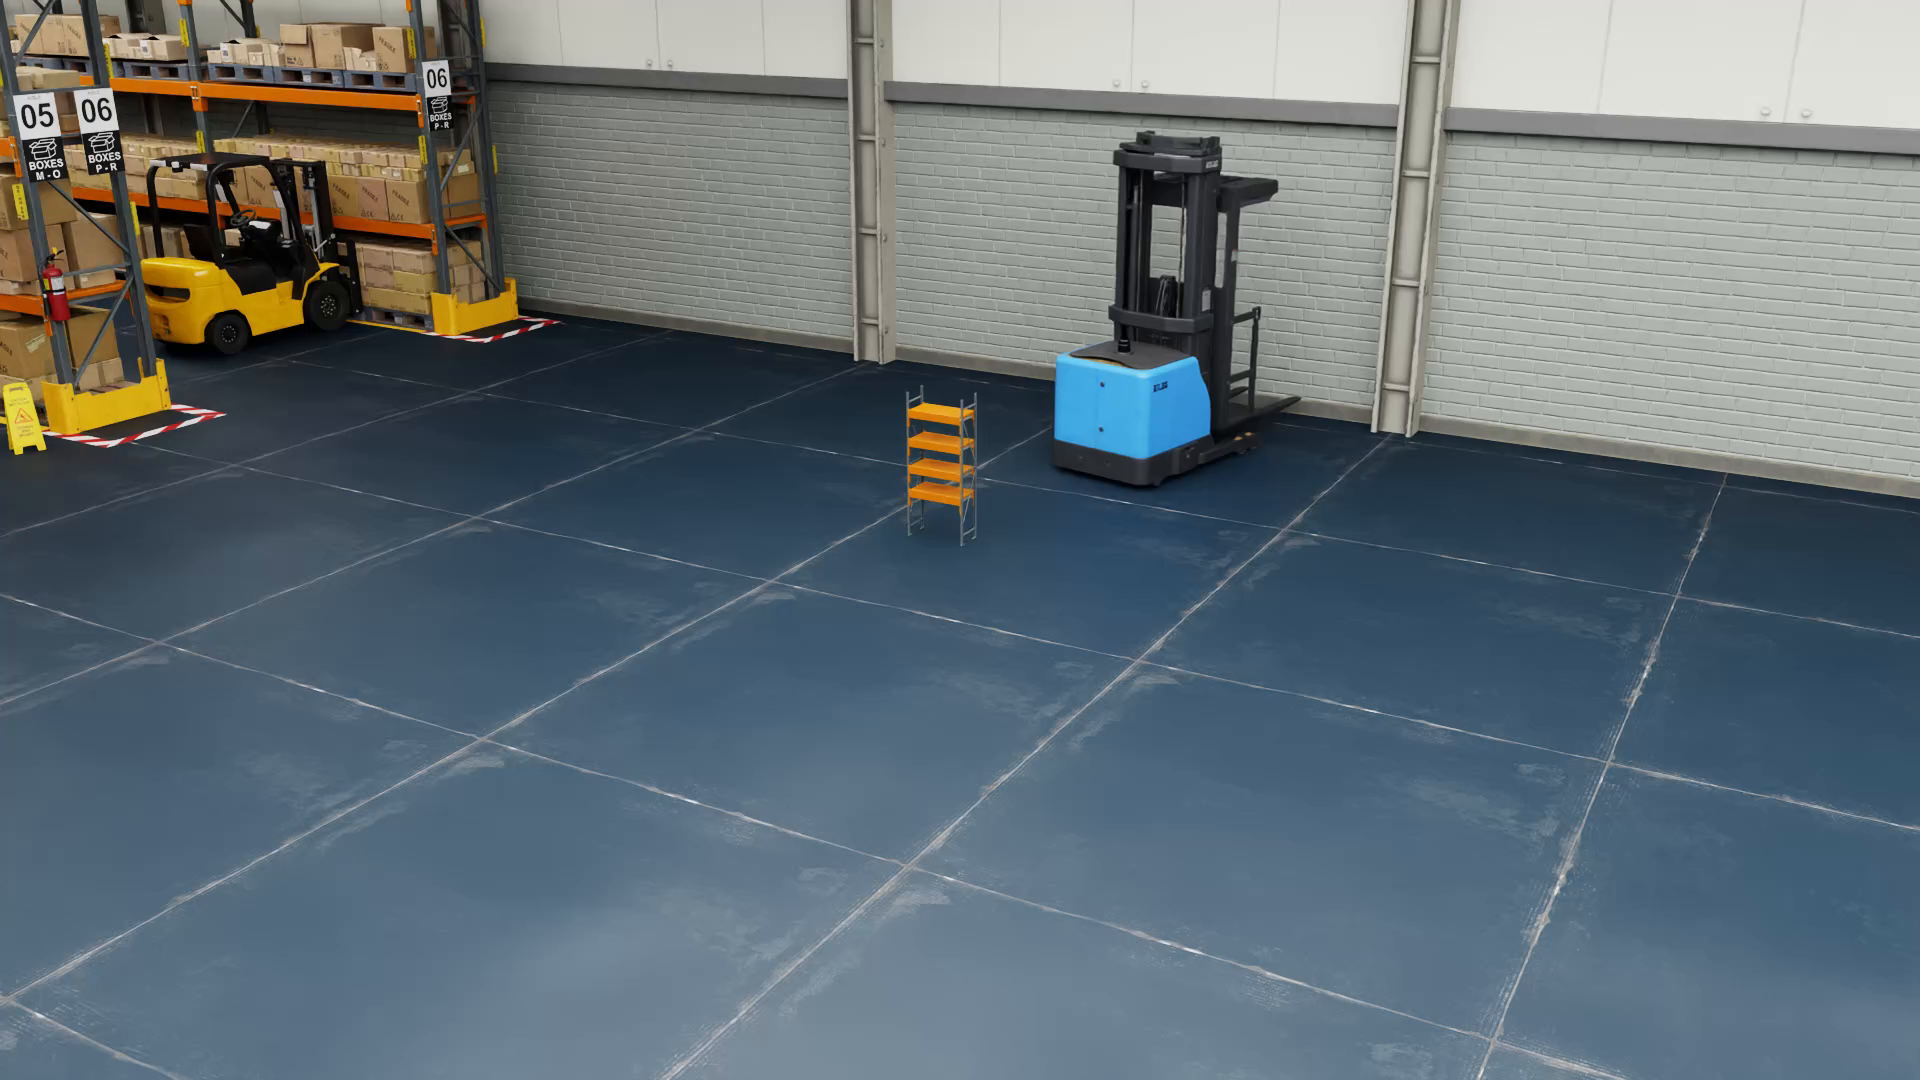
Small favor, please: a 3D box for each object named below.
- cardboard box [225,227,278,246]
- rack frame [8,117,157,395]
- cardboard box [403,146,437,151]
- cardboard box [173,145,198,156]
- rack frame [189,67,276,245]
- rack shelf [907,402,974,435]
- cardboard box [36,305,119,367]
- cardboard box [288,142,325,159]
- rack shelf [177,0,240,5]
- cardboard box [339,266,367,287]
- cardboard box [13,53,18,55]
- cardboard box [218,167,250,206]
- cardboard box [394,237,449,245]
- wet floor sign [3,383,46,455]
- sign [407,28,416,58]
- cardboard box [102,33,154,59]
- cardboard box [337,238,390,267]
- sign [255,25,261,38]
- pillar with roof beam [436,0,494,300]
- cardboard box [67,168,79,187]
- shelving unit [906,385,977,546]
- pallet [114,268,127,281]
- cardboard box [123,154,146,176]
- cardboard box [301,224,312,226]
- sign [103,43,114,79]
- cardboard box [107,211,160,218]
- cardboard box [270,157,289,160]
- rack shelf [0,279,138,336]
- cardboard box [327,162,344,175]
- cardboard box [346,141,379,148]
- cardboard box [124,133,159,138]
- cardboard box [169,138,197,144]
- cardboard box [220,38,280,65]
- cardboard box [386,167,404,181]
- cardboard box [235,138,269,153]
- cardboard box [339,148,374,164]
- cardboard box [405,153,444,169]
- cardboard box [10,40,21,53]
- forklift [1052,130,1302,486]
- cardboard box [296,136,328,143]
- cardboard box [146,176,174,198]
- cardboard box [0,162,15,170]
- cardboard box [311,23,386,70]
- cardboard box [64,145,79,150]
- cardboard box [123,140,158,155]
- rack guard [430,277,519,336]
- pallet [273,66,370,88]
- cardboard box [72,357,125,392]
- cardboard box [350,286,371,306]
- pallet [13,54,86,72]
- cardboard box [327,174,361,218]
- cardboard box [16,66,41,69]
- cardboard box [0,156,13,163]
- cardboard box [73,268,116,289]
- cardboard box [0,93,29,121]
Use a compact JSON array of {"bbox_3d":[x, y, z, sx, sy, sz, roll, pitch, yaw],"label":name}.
[{"bbox_3d":[-9.264,-3.960,21.833,0.500,0.250,0.500,10,22,26],"label":"cardboard box"},{"bbox_3d":[-8.458,-2.615,16.177,0.127,3.000,1.000,11,23,27],"label":"rack frame"},{"bbox_3d":[-6.679,-4.798,20.660,0.250,0.149,0.380,11,23,28],"label":"cardboard box"},{"bbox_3d":[-10.173,-5.139,22.036,0.250,0.149,0.380,10,22,27],"label":"cardboard box"},{"bbox_3d":[-9.533,-4.759,22.086,0.127,3.000,1.000,11,23,27],"label":"rack frame"},{"bbox_3d":[-0.145,-0.961,13.102,0.480,0.148,0.258,11,23,27],"label":"rack shelf"},{"bbox_3d":[-9.049,-2.093,17.053,0.500,0.500,0.500,10,22,26],"label":"cardboard box"},{"bbox_3d":[-8.236,-4.919,20.992,0.250,0.149,0.380,11,23,27],"label":"cardboard box"},{"bbox_3d":[-11.279,-7.386,22.171,4.000,0.370,1.077,11,23,27],"label":"rack shelf"},{"bbox_3d":[-7.512,-3.388,20.989,0.500,0.250,0.500,10,22,26],"label":"cardboard box"},{"bbox_3d":[-13.591,-6.777,23.470,0.500,0.250,0.500,10,22,26],"label":"cardboard box"},{"bbox_3d":[-9.273,-4.654,21.651,0.500,0.500,0.500,10,22,26],"label":"cardboard box"},{"bbox_3d":[-6.806,-3.687,21.081,0.500,0.250,0.500,11,23,27],"label":"cardboard box"},{"bbox_3d":[-8.814,-1.159,15.613,0.267,0.644,0.232,-16,26,-38],"label":"wet floor sign"},{"bbox_3d":[-6.317,-5.724,19.164,0.005,0.325,0.100,11,23,27],"label":"sign"},{"bbox_3d":[-10.954,-6.547,21.985,0.500,0.311,0.500,10,22,25],"label":"cardboard box"},{"bbox_3d":[-7.489,-3.617,20.886,0.500,0.250,0.500,11,23,28],"label":"cardboard box"},{"bbox_3d":[-9.263,-6.615,21.929,0.005,0.325,0.100,11,23,27],"label":"sign"},{"bbox_3d":[-8.309,-6.016,16.755,0.400,9.000,9.100,11,23,27],"label":"pillar with roof beam"},{"bbox_3d":[-12.320,-5.122,23.307,0.500,0.250,0.500,10,22,26],"label":"cardboard box"},{"bbox_3d":[-0.145,-0.592,13.236,0.503,1.200,0.258,11,23,27],"label":"shelving unit"},{"bbox_3d":[-11.264,-3.762,23.425,1.213,0.211,1.003,11,23,27],"label":"pallet"},{"bbox_3d":[-10.982,-5.099,22.510,0.500,0.250,0.500,11,23,28],"label":"cardboard box"},{"bbox_3d":[-8.559,-4.030,22.026,0.500,0.250,0.500,10,22,27],"label":"cardboard box"},{"bbox_3d":[-8.194,-4.598,15.961,0.005,0.325,0.100,11,23,27],"label":"sign"},{"bbox_3d":[-11.913,-4.291,23.663,0.625,0.625,0.875,12,23,29],"label":"cardboard box"},{"bbox_3d":[-8.507,-4.795,21.087,0.250,0.149,0.380,11,22,27],"label":"cardboard box"},{"bbox_3d":[-10.204,-2.610,17.216,4.000,0.370,1.077,11,23,27],"label":"rack shelf"},{"bbox_3d":[-7.612,-4.626,20.621,0.250,0.149,0.380,11,23,28],"label":"cardboard box"},{"bbox_3d":[-7.566,-4.971,21.135,0.250,0.149,0.380,11,23,28],"label":"cardboard box"},{"bbox_3d":[-11.466,-5.607,23.327,0.250,0.149,0.380,10,22,26],"label":"cardboard box"},{"bbox_3d":[-10.599,-5.421,22.812,0.250,0.149,0.380,11,23,27],"label":"cardboard box"},{"bbox_3d":[-8.925,-6.161,20.919,0.500,0.311,0.500,11,23,28],"label":"cardboard box"},{"bbox_3d":[-6.718,-4.454,20.146,0.250,0.149,0.380,11,23,28],"label":"cardboard box"},{"bbox_3d":[-9.118,-5.098,21.486,0.250,0.149,0.380,11,23,28],"label":"cardboard box"},{"bbox_3d":[-7.391,-4.723,20.454,0.250,0.149,0.380,11,23,29],"label":"cardboard box"},{"bbox_3d":[-6.456,-4.582,20.065,0.250,0.149,0.380,11,23,27],"label":"cardboard box"},{"bbox_3d":[-12.869,-6.820,22.950,0.250,0.166,0.380,11,23,27],"label":"cardboard box"},{"bbox_3d":[2.179,-2.278,15.346,1.130,2.935,3.031,16,26,38],"label":"forklift"},{"bbox_3d":[-8.421,-5.171,21.686,0.250,0.149,0.380,10,22,26],"label":"cardboard box"},{"bbox_3d":[-10.542,-4.776,22.354,0.500,0.250,0.500,11,22,27],"label":"cardboard box"},{"bbox_3d":[-9.449,-3.379,16.232,0.500,0.500,0.700,11,23,28],"label":"cardboard box"},{"bbox_3d":[-7.391,-5.996,20.189,0.500,0.500,0.700,11,23,28],"label":"cardboard box"},{"bbox_3d":[-12.185,-5.517,23.077,0.250,0.149,0.380,11,23,28],"label":"cardboard box"},{"bbox_3d":[-11.069,-5.305,22.494,0.250,0.149,0.380,11,23,28],"label":"cardboard box"},{"bbox_3d":[-6.020,-2.915,20.667,0.348,0.500,1.175,11,23,27],"label":"rack guard"},{"bbox_3d":[-7.715,-5.790,20.659,1.213,0.211,1.003,11,23,27],"label":"pallet"},{"bbox_3d":[-9.028,-1.737,17.171,0.500,0.250,0.500,11,22,27],"label":"cardboard box"},{"bbox_3d":[-7.467,-3.154,21.078,0.500,0.250,0.500,11,23,28],"label":"cardboard box"},{"bbox_3d":[-12.389,-6.659,23.203,1.003,0.211,1.213,12,23,30],"label":"pallet"},{"bbox_3d":[-7.494,-4.319,20.725,0.500,0.500,0.500,10,22,26],"label":"cardboard box"},{"bbox_3d":[-9.268,-4.563,16.346,0.250,0.149,0.380,11,23,27],"label":"cardboard box"},{"bbox_3d":[-13.785,-5.499,23.877,0.250,0.149,0.380,11,23,28],"label":"cardboard box"},{"bbox_3d":[-8.654,-2.616,16.545,0.250,0.149,0.380,11,23,28],"label":"cardboard box"},{"bbox_3d":[-9.036,-4.100,15.653,0.500,0.250,0.500,10,22,27],"label":"cardboard box"}]
